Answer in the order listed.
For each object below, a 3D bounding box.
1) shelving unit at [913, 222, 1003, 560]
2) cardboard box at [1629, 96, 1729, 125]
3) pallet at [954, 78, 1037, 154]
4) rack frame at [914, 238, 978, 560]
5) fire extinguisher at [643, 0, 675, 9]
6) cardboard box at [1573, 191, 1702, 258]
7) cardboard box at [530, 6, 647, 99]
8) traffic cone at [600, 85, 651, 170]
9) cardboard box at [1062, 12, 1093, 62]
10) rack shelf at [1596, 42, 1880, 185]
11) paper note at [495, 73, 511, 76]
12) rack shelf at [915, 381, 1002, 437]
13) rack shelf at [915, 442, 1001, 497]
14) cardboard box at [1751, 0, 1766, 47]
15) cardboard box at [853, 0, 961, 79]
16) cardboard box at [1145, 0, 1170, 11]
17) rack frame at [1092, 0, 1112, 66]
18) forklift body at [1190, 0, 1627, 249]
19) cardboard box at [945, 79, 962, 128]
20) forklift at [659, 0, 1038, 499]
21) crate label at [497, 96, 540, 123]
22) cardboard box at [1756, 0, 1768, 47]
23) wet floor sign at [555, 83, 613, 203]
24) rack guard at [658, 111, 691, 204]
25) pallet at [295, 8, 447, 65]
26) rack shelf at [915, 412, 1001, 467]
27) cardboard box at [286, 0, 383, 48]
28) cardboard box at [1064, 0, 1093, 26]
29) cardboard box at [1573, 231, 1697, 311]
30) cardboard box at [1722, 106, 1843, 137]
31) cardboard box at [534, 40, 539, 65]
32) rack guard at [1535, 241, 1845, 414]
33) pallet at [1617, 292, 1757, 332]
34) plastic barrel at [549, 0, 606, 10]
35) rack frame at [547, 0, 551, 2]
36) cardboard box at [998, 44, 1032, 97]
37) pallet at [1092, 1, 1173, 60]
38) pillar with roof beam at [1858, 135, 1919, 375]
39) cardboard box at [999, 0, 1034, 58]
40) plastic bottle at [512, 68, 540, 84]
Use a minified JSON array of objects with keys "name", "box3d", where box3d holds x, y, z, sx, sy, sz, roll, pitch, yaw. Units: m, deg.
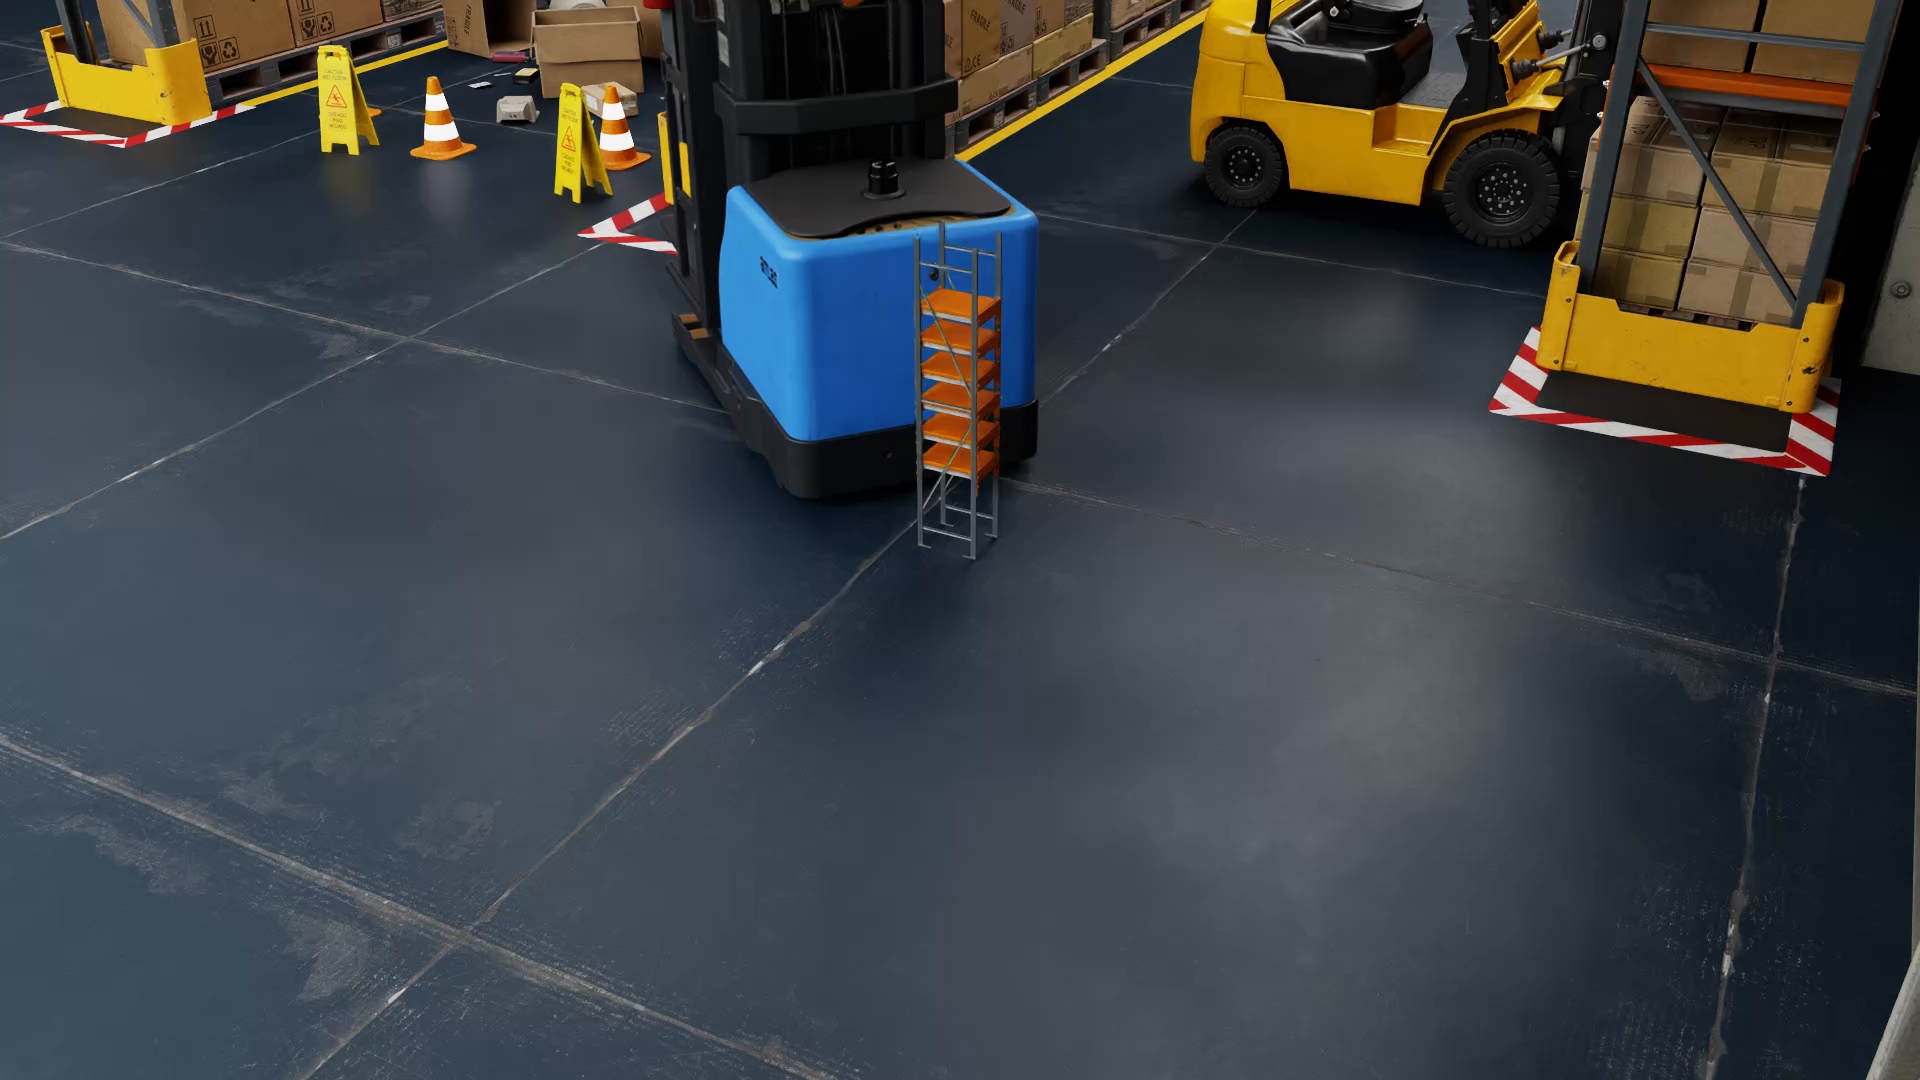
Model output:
[{"name":"shelving unit","box3d":[-0.007,-0.514,5.940,0.258,1.200,0.189,14,33,23]},{"name":"cardboard box","box3d":[3.403,-1.982,8.024,0.500,0.250,0.500,15,33,24]},{"name":"pallet","box3d":[-0.184,-2.896,11.081,1.003,0.211,1.213,14,33,23]},{"name":"rack frame","box3d":[-0.048,-0.473,5.869,0.240,1.200,0.006,14,33,23]},{"name":"fire extinguisher","box3d":[-1.639,-3.201,8.889,0.296,0.674,0.183,14,33,23]},{"name":"cardboard box","box3d":[3.187,-1.549,7.773,0.500,0.250,0.500,14,33,23]},{"name":"cardboard box","box3d":[-2.631,-3.451,11.754,0.797,0.503,0.637,-7,31,-11]},{"name":"traffic cone","box3d":[-2.129,-2.563,10.249,0.336,0.463,0.334,14,33,23]},{"name":"cardboard box","box3d":[0.615,-3.620,11.881,0.500,0.250,0.500,16,33,25]},{"name":"rack shelf","box3d":[4.155,-2.631,8.541,1.077,0.370,4.000,14,33,23]},{"name":"paper note","box3d":[-3.349,-3.411,12.179,0.123,0.001,0.032,-18,34,-28]},{"name":"rack shelf","box3d":[-0.007,-0.475,5.962,0.258,0.103,0.180,14,33,23]},{"name":"rack shelf","box3d":[-0.007,-0.267,6.082,0.258,0.103,0.180,14,33,23]},{"name":"cardboard box","box3d":[3.479,-2.605,7.674,0.500,0.500,0.500,15,33,25]},{"name":"cardboard box","box3d":[-0.319,-3.034,10.107,0.500,0.500,0.500,13,32,21]},{"name":"cardboard box","box3d":[1.206,-4.549,13.376,0.950,0.372,0.625,16,34,26]},{"name":"rack frame","box3d":[0.645,-4.954,11.864,1.000,3.000,0.127,14,33,23]},{"name":"forklift body","box3d":[2.483,-2.942,9.214,2.313,2.155,1.214,14,33,23]},{"name":"cardboard box","box3d":[-0.324,-2.689,10.261,0.500,0.250,0.500,16,33,25]},{"name":"forklift","box3d":[-0.707,-2.148,7.047,1.130,2.935,3.031,-11,32,-19]},{"name":"crate label","box3d":[-2.970,-2.886,11.138,0.250,0.136,0.298,-1,30,-3]},{"name":"cardboard box","box3d":[3.934,-2.492,7.477,0.500,0.500,0.500,15,33,25]},{"name":"wet floor sign","box3d":[-2.216,-2.318,9.638,0.232,0.644,0.267,-25,38,-36]},{"name":"rack guard","box3d":[-1.142,-2.130,9.457,1.175,0.500,0.348,14,33,23]},{"name":"pallet","box3d":[-4.778,-3.960,12.934,1.003,0.211,1.213,14,33,23]},{"name":"rack shelf","box3d":[-0.007,-0.371,6.022,0.258,0.103,0.180,14,33,23]},{"name":"cardboard box","box3d":[-4.980,-4.225,12.308,0.875,0.875,0.875,14,33,23]},{"name":"cardboard box","box3d":[0.615,-3.945,11.695,0.500,0.500,0.500,14,33,23]},{"name":"cardboard box","box3d":[3.176,-1.326,7.886,0.500,0.250,0.500,15,33,24]},{"name":"cardboard box","box3d":[3.855,-1.872,7.833,0.500,0.250,0.500,14,33,23]},{"name":"cardboard box","box3d":[-2.951,-3.666,12.368,0.396,0.266,0.258,21,36,32]},{"name":"rack guard","box3d":[3.233,-0.961,7.422,1.175,0.500,0.348,14,33,23]},{"name":"pallet","box3d":[3.555,-1.195,8.119,1.003,0.211,1.213,14,33,23]},{"name":"plastic barrel","box3d":[-2.959,-4.064,12.901,0.421,0.421,0.512,-12,32,-20]},{"name":"rack frame","box3d":[-3.807,-6.032,13.741,1.000,3.000,0.127,14,33,23]},{"name":"cardboard box","box3d":[0.146,-3.157,11.076,0.500,0.250,0.500,15,33,24]},{"name":"pallet","box3d":[0.999,-4.090,13.160,1.003,0.211,1.213,14,33,23]},{"name":"pillar with roof beam","box3d":[0.531,-5.738,7.206,9.100,9.000,0.400,14,33,23]},{"name":"cardboard box","box3d":[0.153,-3.493,10.907,0.500,0.500,0.500,16,34,26]},{"name":"plastic bottle","box3d":[-3.137,-3.375,12.066,0.133,0.061,0.283,4,30,6]}]
